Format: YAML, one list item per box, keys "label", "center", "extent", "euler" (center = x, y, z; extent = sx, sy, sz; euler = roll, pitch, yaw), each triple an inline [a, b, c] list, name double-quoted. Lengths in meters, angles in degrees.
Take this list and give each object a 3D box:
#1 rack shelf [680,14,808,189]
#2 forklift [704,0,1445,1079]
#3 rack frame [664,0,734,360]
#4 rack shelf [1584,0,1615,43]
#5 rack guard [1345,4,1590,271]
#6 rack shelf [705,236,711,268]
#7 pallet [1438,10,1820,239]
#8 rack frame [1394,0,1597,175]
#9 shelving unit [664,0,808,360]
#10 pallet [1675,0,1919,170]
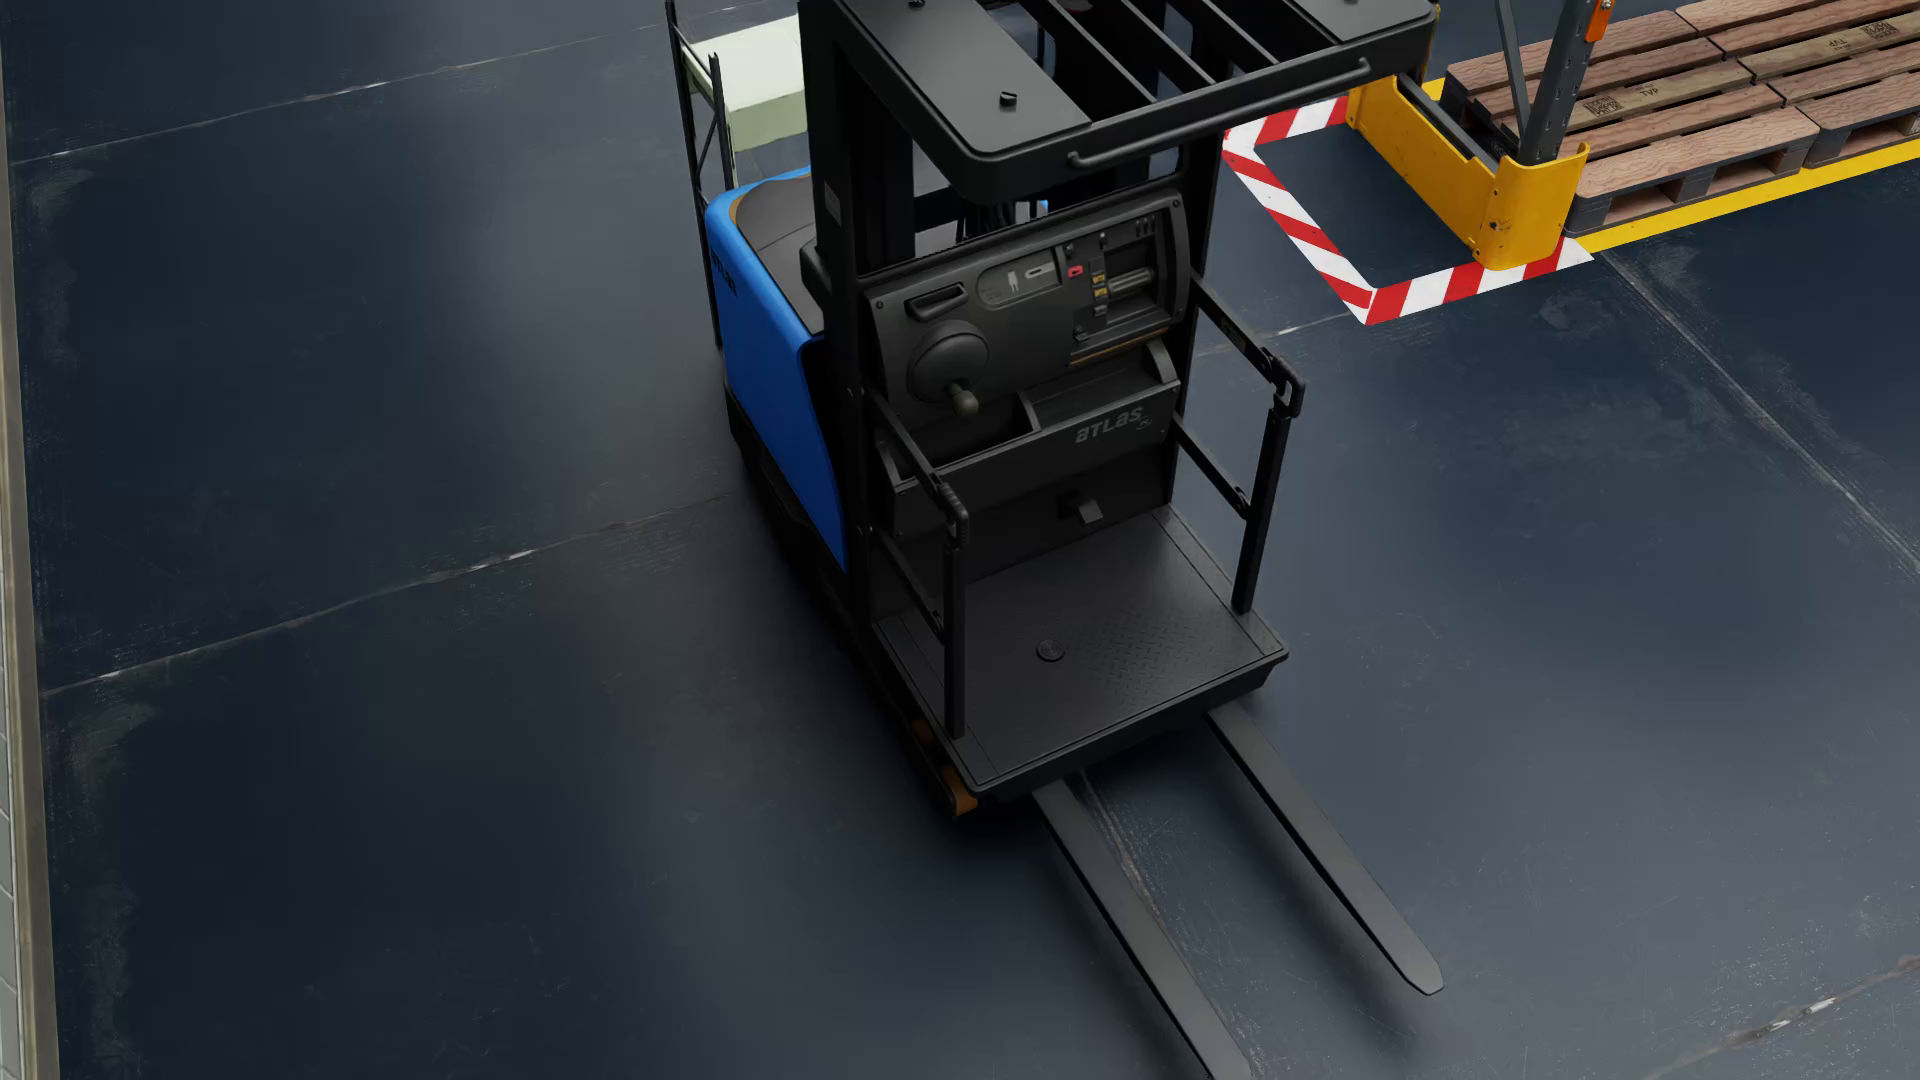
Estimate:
- label: "rack shelf"
  center: [-0.510, -1.488, 5.525]
  extent: [0.720, 0.370, 0.431]
  euler: [-22, 53, -18]
- label: "forklift"
  center: [0.299, -0.520, 4.264]
  extent: [1.130, 2.935, 3.031]
  euler: [-22, 53, -18]
- label: "rack frame"
  center: [-0.833, -1.103, 5.709]
  extent: [0.023, 1.500, 0.400]
  euler: [-22, 53, -18]
- label: "rack shelf"
  center: [3.929, -2.857, 6.701]
  extent: [4.000, 0.370, 1.077]
  euler: [-17, 52, -14]
- label: "rack guard"
  center: [2.060, -1.687, 6.870]
  extent: [0.348, 0.500, 1.175]
  euler: [-17, 52, -14]
- label: "rack shelf"
  center: [-0.510, -1.022, 6.068]
  extent: [0.720, 0.370, 0.431]
  euler: [-22, 53, -18]
- label: "pallet"
  center: [2.856, -1.819, 7.173]
  extent: [1.213, 0.211, 1.003]
  euler: [-17, 52, -14]
- label: "rack frame"
  center: [2.078, -2.518, 5.935]
  extent: [0.127, 3.000, 1.000]
  euler: [-17, 52, -14]
- label: "shelving unit"
  center: [-0.510, -1.234, 5.821]
  extent: [0.755, 1.500, 0.431]
  euler: [-22, 53, -18]
- label: "pallet"
  center: [3.983, -2.166, 7.471]
  extent: [1.213, 0.211, 1.003]
  euler: [-17, 52, -14]
